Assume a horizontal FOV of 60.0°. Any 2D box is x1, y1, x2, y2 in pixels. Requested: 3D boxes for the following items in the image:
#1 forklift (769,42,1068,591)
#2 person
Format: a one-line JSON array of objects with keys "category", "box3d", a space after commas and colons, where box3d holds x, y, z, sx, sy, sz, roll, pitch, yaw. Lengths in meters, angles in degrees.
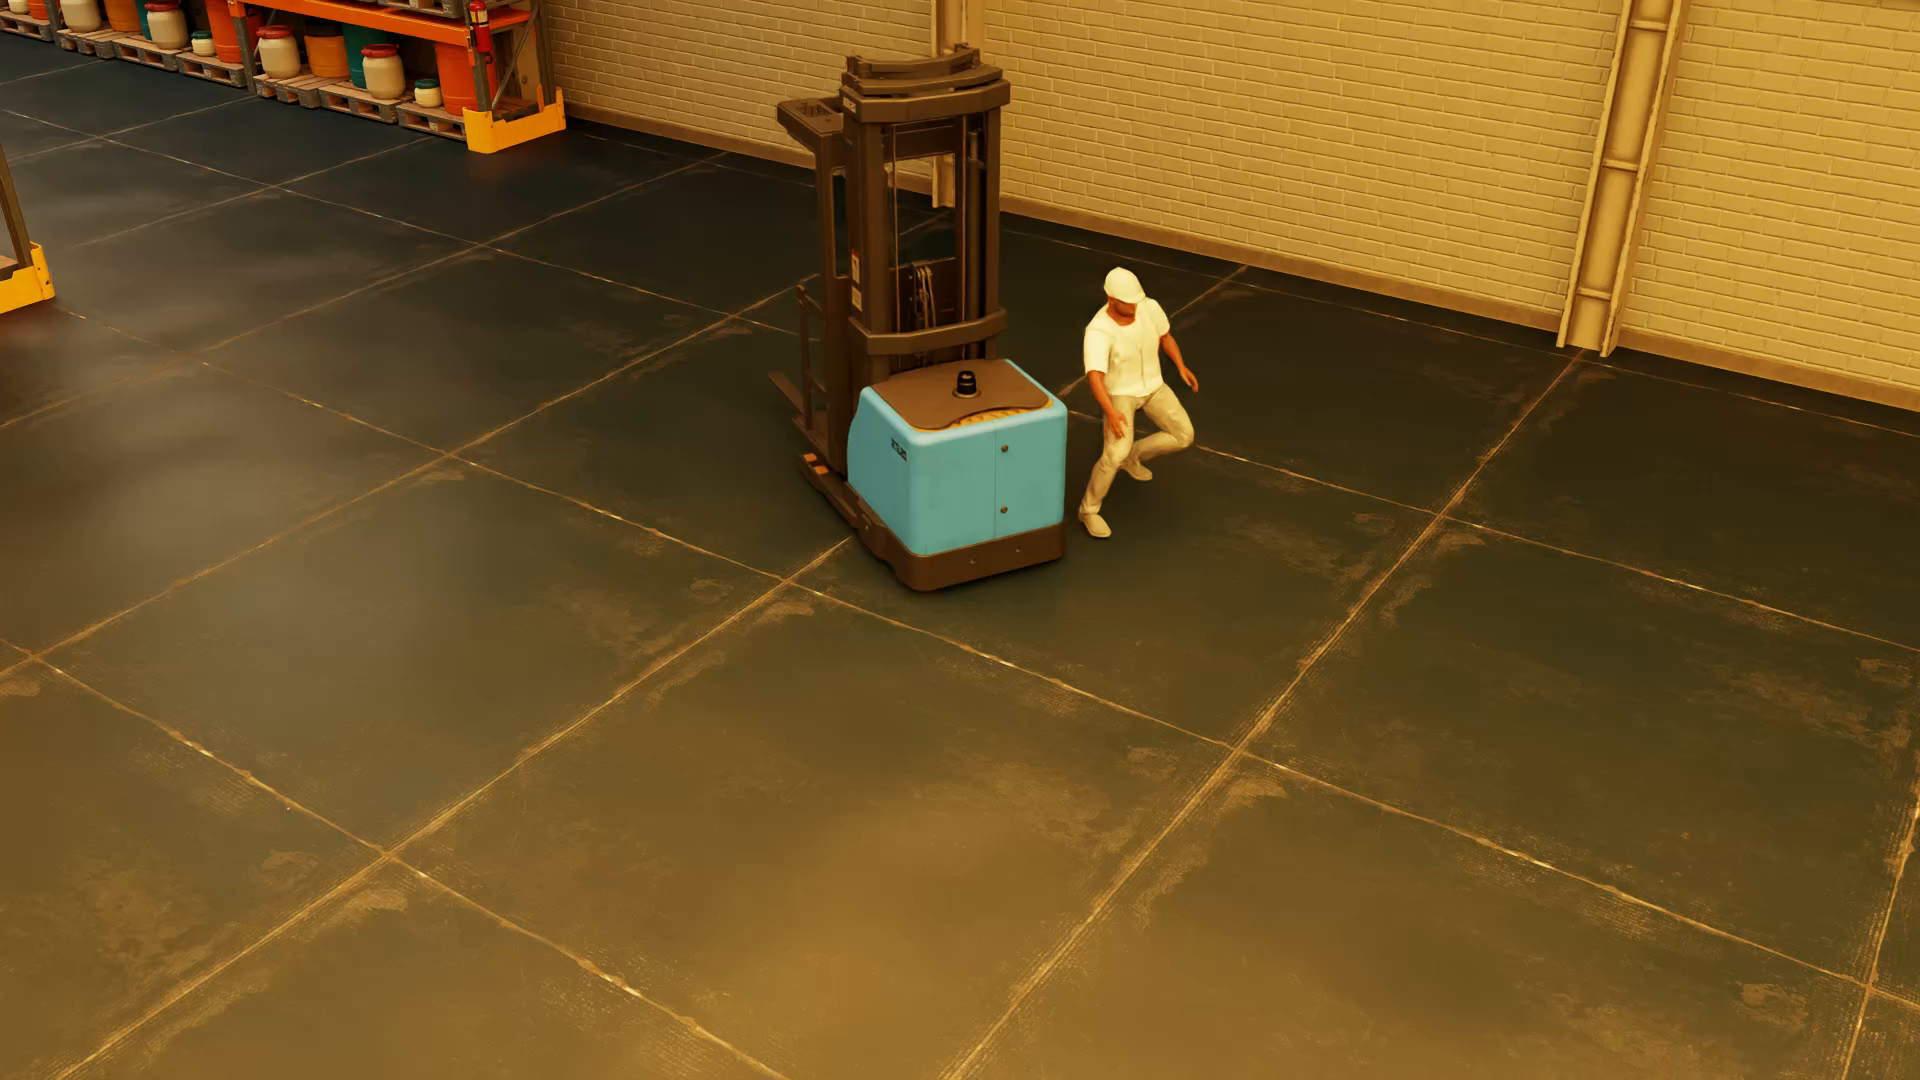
[{"category": "forklift", "box3d": [-0.443, -1.683, 10.480, 1.130, 2.935, 3.031, -14, 33, -22]}, {"category": "person", "box3d": [1.113, -0.892, 10.388, 0.822, 1.624, 0.713, -16, 34, -26]}]
